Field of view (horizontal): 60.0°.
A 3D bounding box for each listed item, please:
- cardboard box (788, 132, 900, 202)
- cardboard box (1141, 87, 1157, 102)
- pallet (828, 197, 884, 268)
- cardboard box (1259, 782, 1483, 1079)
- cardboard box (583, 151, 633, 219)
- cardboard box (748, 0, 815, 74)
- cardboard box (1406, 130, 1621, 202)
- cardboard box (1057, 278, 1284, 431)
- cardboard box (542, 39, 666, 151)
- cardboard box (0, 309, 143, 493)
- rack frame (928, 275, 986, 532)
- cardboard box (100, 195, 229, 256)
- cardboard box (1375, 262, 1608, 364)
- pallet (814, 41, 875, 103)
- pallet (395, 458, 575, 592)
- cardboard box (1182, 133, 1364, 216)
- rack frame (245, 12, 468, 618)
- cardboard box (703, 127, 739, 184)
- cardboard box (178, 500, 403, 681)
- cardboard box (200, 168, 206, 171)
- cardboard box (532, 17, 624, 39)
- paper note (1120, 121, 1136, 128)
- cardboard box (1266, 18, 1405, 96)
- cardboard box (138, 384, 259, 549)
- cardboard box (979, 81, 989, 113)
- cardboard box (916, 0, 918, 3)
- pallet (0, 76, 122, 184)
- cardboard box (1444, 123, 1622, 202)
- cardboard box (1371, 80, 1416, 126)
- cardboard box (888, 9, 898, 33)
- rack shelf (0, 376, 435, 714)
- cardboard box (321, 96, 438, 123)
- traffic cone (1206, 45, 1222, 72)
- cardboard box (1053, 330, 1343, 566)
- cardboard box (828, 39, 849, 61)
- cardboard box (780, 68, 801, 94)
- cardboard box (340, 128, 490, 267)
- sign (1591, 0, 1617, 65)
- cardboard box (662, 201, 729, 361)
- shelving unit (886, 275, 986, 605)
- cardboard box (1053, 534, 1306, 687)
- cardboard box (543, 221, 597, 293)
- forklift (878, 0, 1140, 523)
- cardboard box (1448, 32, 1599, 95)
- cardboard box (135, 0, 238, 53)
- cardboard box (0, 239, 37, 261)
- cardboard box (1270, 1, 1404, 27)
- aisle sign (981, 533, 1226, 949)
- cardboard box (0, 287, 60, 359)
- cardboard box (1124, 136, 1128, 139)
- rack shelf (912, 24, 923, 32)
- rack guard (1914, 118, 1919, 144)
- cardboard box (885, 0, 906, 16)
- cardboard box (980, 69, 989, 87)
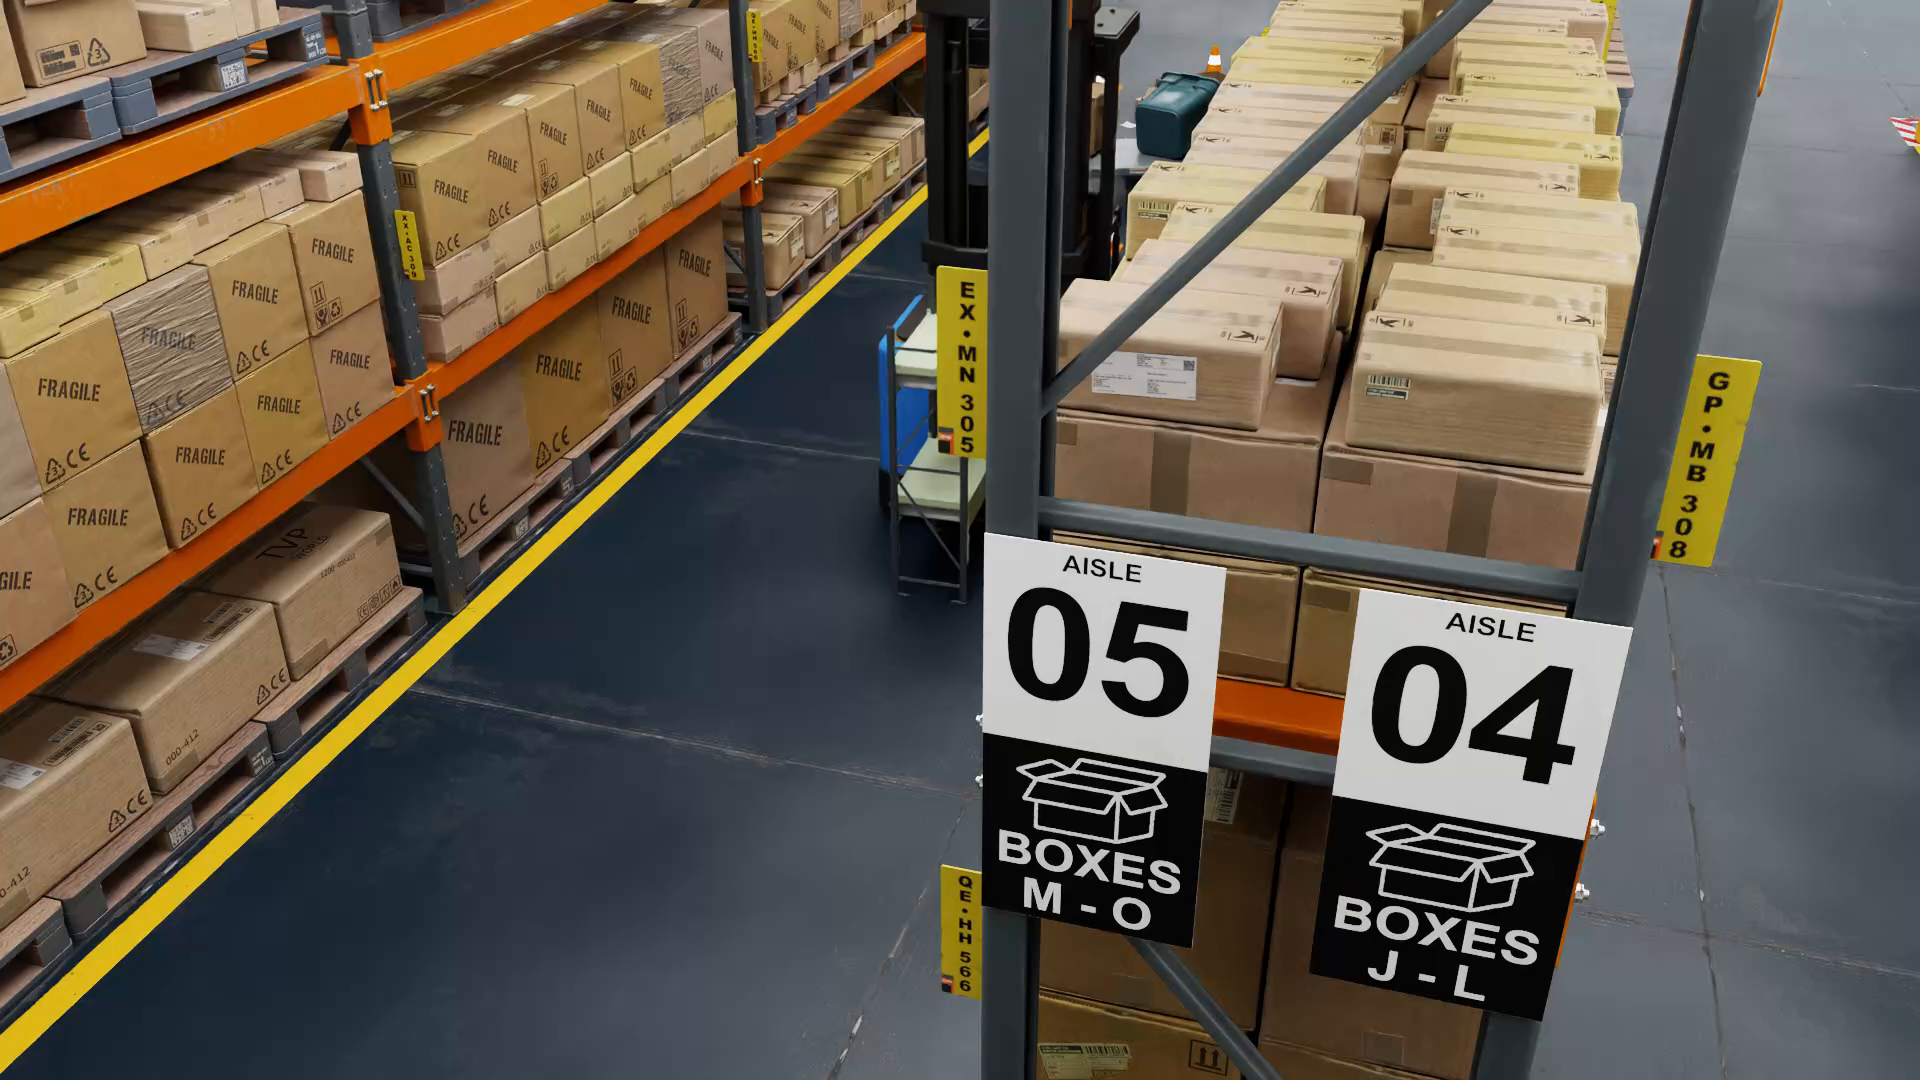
[{"bbox_3d":[-1.062,-3.187,14.164,0.950,0.372,0.625,10,31,18],"label":"cardboard box"},{"bbox_3d":[2.109,-3.944,15.683,0.797,0.637,0.503,8,30,15],"label":"cardboard box"},{"bbox_3d":[-1.286,-2.581,13.672,1.003,0.211,1.213,8,30,15],"label":"pallet"},{"bbox_3d":[0.922,0.724,3.425,0.500,0.500,0.500,8,30,15],"label":"cardboard box"},{"bbox_3d":[-2.206,-2.042,9.475,0.500,0.250,0.500,8,30,13],"label":"cardboard box"},{"bbox_3d":[-1.378,-3.648,11.881,0.500,0.500,0.500,10,31,17],"label":"cardboard box"},{"bbox_3d":[1.373,-0.836,4.222,0.500,0.250,0.500,7,30,13],"label":"cardboard box"},{"bbox_3d":[0.353,-0.329,2.899,0.380,0.149,0.250,8,30,14],"label":"cardboard box"},{"bbox_3d":[-2.074,-2.605,9.716,0.500,0.500,0.500,9,30,15],"label":"cardboard box"},{"bbox_3d":[-3.378,-0.530,5.986,0.500,0.500,0.500,9,30,15],"label":"cardboard box"},{"bbox_3d":[0.028,-0.690,8.947,0.400,1.500,0.023,7,30,13],"label":"rack frame"},{"bbox_3d":[-3.158,-1.246,6.606,0.380,0.149,0.250,8,30,14],"label":"cardboard box"},{"bbox_3d":[0.941,-0.366,2.967,0.380,0.149,0.250,10,31,17],"label":"cardboard box"},{"bbox_3d":[-1.335,-3.713,13.037,1.003,0.211,1.213,8,30,15],"label":"pallet"},{"bbox_3d":[-2.897,-0.163,9.326,1.003,0.211,1.213,8,30,15],"label":"pallet"},{"bbox_3d":[0.700,-0.796,3.740,0.380,0.149,0.250,8,30,14],"label":"cardboard box"},{"bbox_3d":[-3.051,-1.012,7.984,1.000,3.000,0.127,8,30,15],"label":"rack frame"},{"bbox_3d":[-1.777,-2.534,10.873,0.500,0.250,0.500,7,30,13],"label":"cardboard box"},{"bbox_3d":[-3.338,0.200,8.008,0.875,0.438,0.875,8,30,14],"label":"cardboard box"},{"bbox_3d":[-3.452,-1.545,7.144,0.380,0.149,0.250,9,30,16],"label":"cardboard box"},{"bbox_3d":[-2.392,-2.926,10.292,0.500,0.500,0.500,9,30,15],"label":"cardboard box"},{"bbox_3d":[1.704,-4.190,16.762,0.148,0.019,0.142,20,35,32],"label":"paper note"},{"bbox_3d":[1.086,-1.407,4.837,0.380,0.149,0.250,8,30,13],"label":"cardboard box"},{"bbox_3d":[-3.222,-0.328,6.652,0.500,0.500,0.500,8,30,14],"label":"cardboard box"},{"bbox_3d":[0.027,-4.444,16.550,0.500,0.250,0.500,8,30,14],"label":"cardboard box"},{"bbox_3d":[-0.308,-5.069,14.867,0.500,0.500,0.500,8,30,15],"label":"cardboard box"},{"bbox_3d":[-3.661,-1.341,5.580,1.003,0.211,1.213,8,30,15],"label":"pallet"},{"bbox_3d":[1.305,-0.839,3.816,0.380,0.149,0.250,9,30,16],"label":"cardboard box"},{"bbox_3d":[1.028,-1.165,4.813,0.500,0.250,0.500,9,30,16],"label":"cardboard box"},{"bbox_3d":[-0.726,-4.280,13.686,0.380,0.149,0.250,8,30,14],"label":"cardboard box"},{"bbox_3d":[-3.638,0.231,6.489,1.077,0.370,4.000,8,30,15],"label":"rack shelf"},{"bbox_3d":[-3.015,-1.978,8.589,0.500,0.500,0.500,9,30,16],"label":"cardboard box"},{"bbox_3d":[2.739,-5.096,17.935,0.336,0.463,0.334,8,30,15],"label":"traffic cone"},{"bbox_3d":[0.428,-0.208,3.093,0.500,0.250,0.500,8,30,13],"label":"cardboard box"},{"bbox_3d":[-1.083,-3.814,12.847,0.380,0.149,0.250,9,30,16],"label":"cardboard box"},{"bbox_3d":[-1.365,-3.317,11.953,0.380,0.149,0.250,7,30,12],"label":"cardboard box"},{"bbox_3d":[-2.647,-1.657,8.011,0.500,0.500,0.500,9,30,15],"label":"cardboard box"},{"bbox_3d":[2.231,-1.816,5.811,0.100,0.325,0.005,8,30,15],"label":"sign"},{"bbox_3d":[-2.159,-1.817,11.185,0.875,0.875,0.875,8,30,14],"label":"cardboard box"},{"bbox_3d":[-0.065,-0.518,8.638,0.431,1.500,0.755,7,30,13],"label":"shelving unit"},{"bbox_3d":[0.417,0.011,3.213,0.500,0.250,0.500,8,30,14],"label":"cardboard box"},{"bbox_3d":[-2.354,-1.590,9.177,0.500,0.250,0.500,8,30,14],"label":"cardboard box"},{"bbox_3d":[0.410,-2.039,9.900,1.130,2.935,3.031,7,30,13],"label":"forklift"},{"bbox_3d":[1.582,-1.321,4.684,0.380,0.149,0.250,7,30,13],"label":"cardboard box"},{"bbox_3d":[-3.010,-1.975,6.353,0.380,0.149,0.250,9,30,16],"label":"cardboard box"},{"bbox_3d":[-3.719,-1.066,6.282,0.380,0.149,0.250,8,30,15],"label":"cardboard box"},{"bbox_3d":[1.142,-1.530,5.059,0.380,0.149,0.250,8,30,13],"label":"cardboard box"},{"bbox_3d":[0.228,0.361,2.842,0.394,0.787,0.004,8,30,15],"label":"aisle sign"},{"bbox_3d":[-3.361,-0.758,5.728,0.380,0.149,0.250,8,30,14],"label":"cardboard box"},{"bbox_3d":[1.588,-3.608,15.462,0.258,0.266,0.396,-12,31,-20],"label":"cardboard box"},{"bbox_3d":[-0.116,-5.345,16.513,1.077,0.370,4.000,8,30,15],"label":"rack shelf"},{"bbox_3d":[9.922,-4.047,16.011,1.175,0.500,0.348,8,30,15],"label":"rack guard"},{"bbox_3d":[-0.764,-4.609,13.610,0.500,0.500,0.500,9,30,15],"label":"cardboard box"},{"bbox_3d":[0.028,-4.767,16.358,0.500,0.500,0.500,10,31,17],"label":"cardboard box"}]
